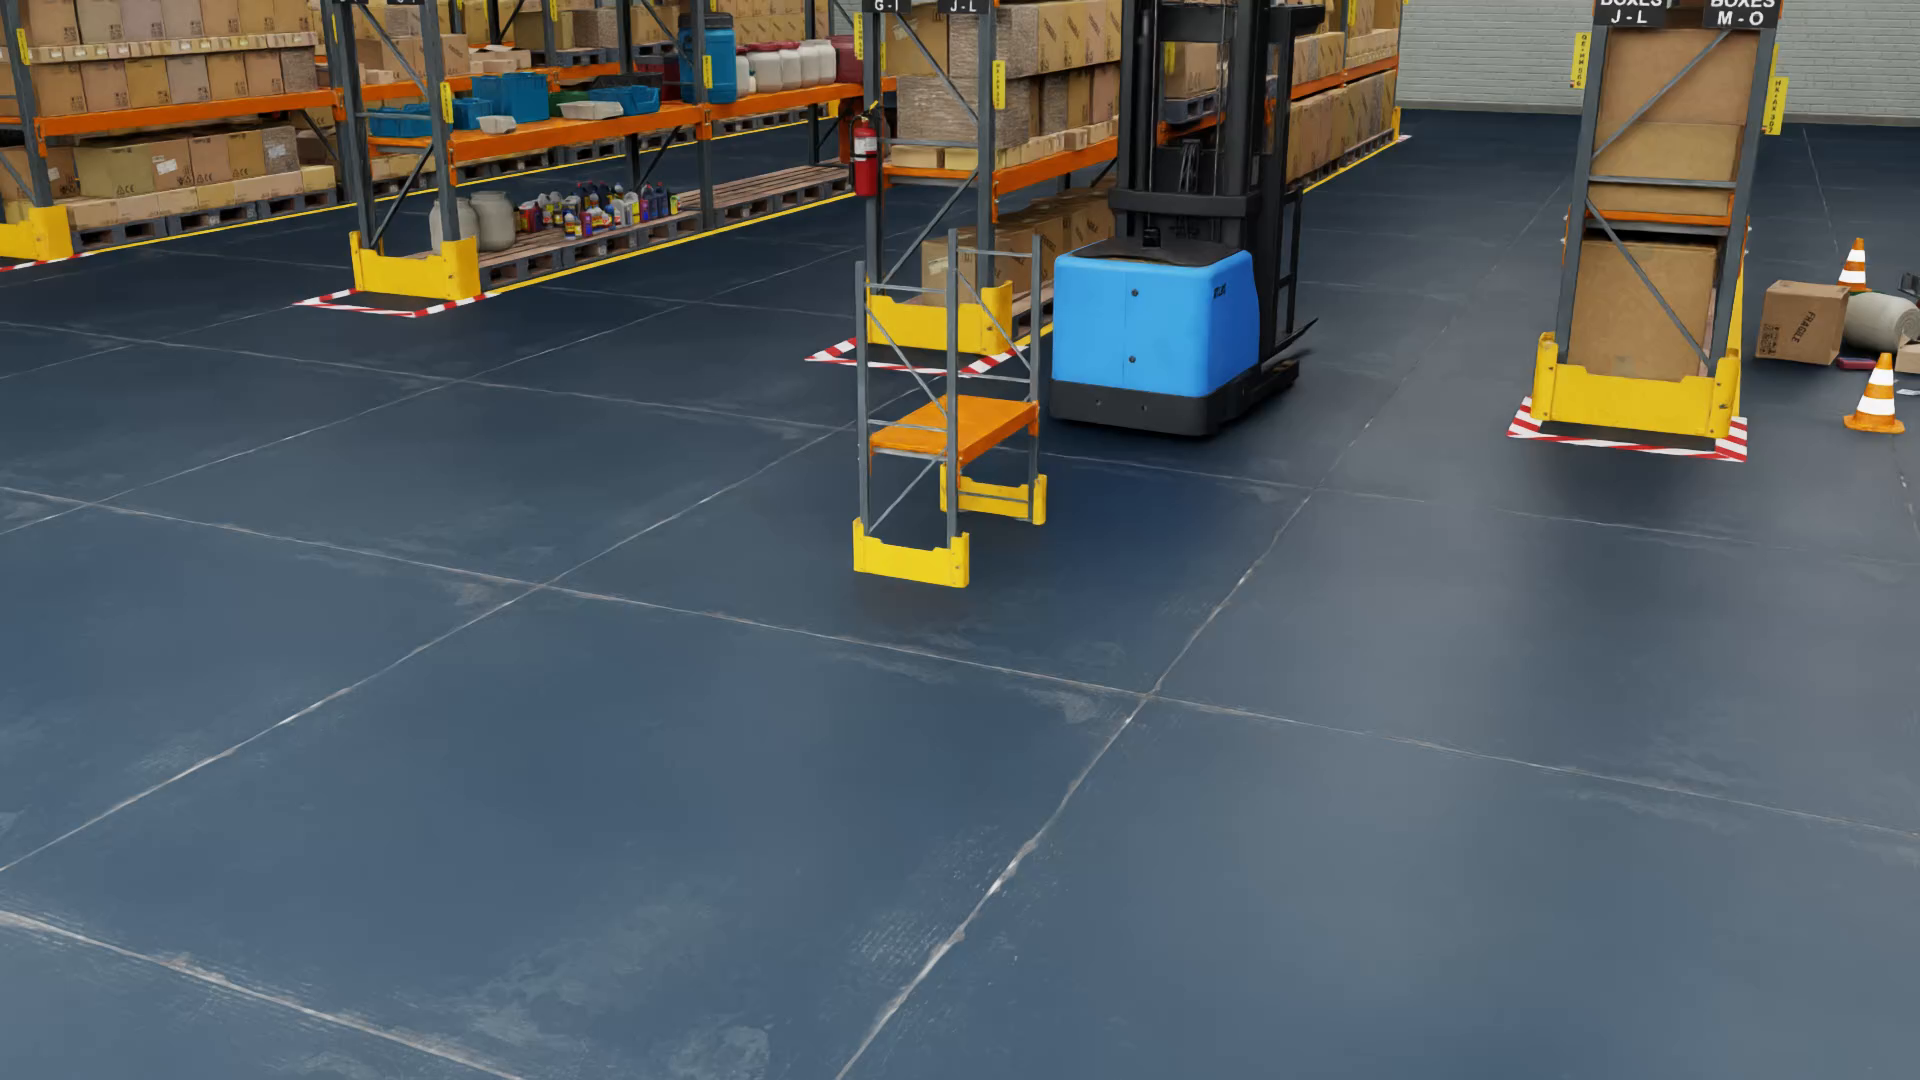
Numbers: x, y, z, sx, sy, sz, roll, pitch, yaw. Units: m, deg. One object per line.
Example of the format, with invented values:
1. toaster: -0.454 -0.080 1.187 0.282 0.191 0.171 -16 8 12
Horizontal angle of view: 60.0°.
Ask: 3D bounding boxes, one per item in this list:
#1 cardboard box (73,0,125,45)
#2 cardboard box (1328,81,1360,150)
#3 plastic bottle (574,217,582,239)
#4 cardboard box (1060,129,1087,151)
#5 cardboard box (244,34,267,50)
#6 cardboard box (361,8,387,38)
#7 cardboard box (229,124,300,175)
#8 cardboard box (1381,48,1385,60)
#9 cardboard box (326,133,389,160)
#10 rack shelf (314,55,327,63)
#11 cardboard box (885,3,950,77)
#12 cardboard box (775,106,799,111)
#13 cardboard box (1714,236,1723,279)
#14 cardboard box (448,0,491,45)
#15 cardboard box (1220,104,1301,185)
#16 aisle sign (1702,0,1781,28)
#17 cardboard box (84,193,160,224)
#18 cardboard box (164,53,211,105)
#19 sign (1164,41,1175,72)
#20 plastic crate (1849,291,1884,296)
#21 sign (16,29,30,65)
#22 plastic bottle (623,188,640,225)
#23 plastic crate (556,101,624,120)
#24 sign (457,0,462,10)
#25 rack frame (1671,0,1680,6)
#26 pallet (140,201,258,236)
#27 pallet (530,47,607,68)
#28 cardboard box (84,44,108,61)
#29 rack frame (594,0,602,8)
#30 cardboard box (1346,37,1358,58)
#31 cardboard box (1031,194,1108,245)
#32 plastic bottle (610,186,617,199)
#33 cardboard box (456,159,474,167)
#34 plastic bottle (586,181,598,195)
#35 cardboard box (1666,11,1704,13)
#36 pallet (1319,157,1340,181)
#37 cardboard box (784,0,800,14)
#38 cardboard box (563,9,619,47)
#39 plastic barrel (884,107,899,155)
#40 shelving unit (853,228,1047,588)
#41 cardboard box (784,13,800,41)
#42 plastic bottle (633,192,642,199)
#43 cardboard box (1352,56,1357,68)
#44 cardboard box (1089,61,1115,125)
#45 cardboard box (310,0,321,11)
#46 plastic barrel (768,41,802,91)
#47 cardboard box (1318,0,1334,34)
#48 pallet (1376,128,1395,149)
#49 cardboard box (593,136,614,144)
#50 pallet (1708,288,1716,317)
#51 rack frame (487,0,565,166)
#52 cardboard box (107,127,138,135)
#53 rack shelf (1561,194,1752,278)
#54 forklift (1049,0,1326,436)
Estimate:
1. cardboard box: -8.826 -5.220 16.584 0.700 0.500 0.500 8 21 21
2. cardboard box: 5.033 -5.938 23.234 0.875 0.875 0.875 9 21 23
3. plastic bottle: -3.674 -2.994 15.930 0.097 0.201 0.097 0 20 0
4. cardboard box: 0.813 -3.264 13.544 0.380 0.149 0.250 9 21 23
5. cardboard box: -7.853 -5.470 18.255 0.380 0.149 0.250 9 21 23
6. cardboard box: -9.440 -8.147 26.279 0.500 0.500 0.500 9 22 24
7. cardboard box: -7.828 -4.398 18.717 0.500 0.500 0.500 9 21 23
8. cardboard box: 6.065 -7.189 24.580 0.380 0.149 0.250 8 21 21
9. cardboard box: -7.226 -4.724 19.916 0.500 0.311 0.500 9 21 23
10. rack shelf: -9.686 -7.639 26.546 1.077 0.370 4.000 9 21 23
11. cardboard box: -0.225 -3.743 12.431 0.500 0.500 0.500 9 21 23
12. cardboard box: -3.123 -7.559 28.695 0.500 0.250 0.500 9 21 23
13. cardboard box: 6.069 -2.734 14.409 1.050 0.750 0.750 8 21 22
14. cardboard box: -8.630 -8.895 28.555 0.980 0.700 0.700 9 21 24
15. cardboard box: 3.353 -4.733 19.844 1.225 0.875 0.875 8 21 20
16. aisle sign: 4.504 -3.333 9.484 0.394 0.787 0.004 9 21 23
17. cardboard box: -8.637 -3.432 17.119 0.500 0.250 0.500 9 21 23
18. cardboard box: -8.426 -4.904 17.633 0.700 0.500 0.500 9 22 24
19. sign: 1.912 -4.441 15.187 0.100 0.325 0.005 9 21 23
20. plastic crate: 7.021 -1.863 13.341 0.662 0.188 0.450 -14 14 -33
21. sign: -8.757 -4.610 15.544 0.100 0.325 0.005 9 21 23
22. plastic bottle: -3.317 -3.350 16.709 0.144 0.351 0.185 8 21 22
23. plastic crate: -3.539 -4.129 15.997 0.530 0.136 0.437 9 21 23
24. sign: -8.368 -9.026 27.763 0.100 0.325 0.005 9 21 23
25. rack frame: 9.173 -5.839 20.411 1.000 3.000 0.127 9 21 23
26. pallet: -8.485 -3.540 18.108 1.003 0.211 1.213 9 21 23
27. pallet: -5.771 -6.815 23.441 1.213 0.211 1.003 9 21 23
28. cardboard box: -8.694 -4.843 16.493 0.380 0.149 0.250 9 21 23
29. rack frame: -7.229 -9.812 31.583 1.000 3.000 0.127 9 21 23
30. cardboard box: 5.121 -6.728 22.690 0.500 0.250 0.500 8 21 22
31. cardboard box: 0.986 -2.832 15.060 0.500 0.500 0.500 17 26 40
32. plastic bottle: -3.645 -3.558 17.394 0.061 0.283 0.133 9 21 23
33. cardboard box: -6.602 -4.927 21.324 0.500 0.250 0.500 9 21 24
34. plastic bottle: -3.814 -3.554 17.282 0.144 0.351 0.185 9 22 24
35. cardboard box: 5.596 -3.681 12.507 0.875 0.550 0.550 9 21 23
36. pallet: 4.442 -4.991 22.187 1.003 0.211 1.213 9 21 23
37. cardboard box: -3.054 -9.165 28.120 0.500 0.500 0.500 9 22 24
38. cardboard box: -5.281 -7.395 24.009 0.700 0.500 0.500 13 23 33
39. plastic barrel: -0.820 -5.566 22.616 0.600 0.588 0.708 9 21 23
40. shelving unit: -0.031 -0.683 8.152 0.587 1.500 1.083 9 21 23
41. cardboard box: -3.062 -8.696 28.294 0.500 0.500 0.500 9 21 23
42. plastic bottle: -3.330 -3.426 17.035 0.152 0.276 0.135 9 21 23
43. cardboard box: 5.222 -6.557 22.805 0.380 0.149 0.250 8 21 21
44. cardboard box: 0.823 -3.849 14.221 0.875 0.500 0.500 9 21 23
45. cardboard box: -9.865 -8.185 25.264 0.500 0.250 0.500 8 21 22
46. plastic barrel: -2.036 -5.468 19.164 0.433 0.535 0.433 0 20 0
47. cardboard box: 4.436 -6.874 21.675 0.797 0.503 0.637 8 21 21
48. pallet: 6.071 -6.204 25.600 1.003 0.211 1.213 9 21 23
49. cardboard box: -5.328 -5.979 23.877 0.500 0.500 0.500 8 21 21
50. pallet: 5.515 -1.858 13.378 1.003 0.211 1.213 9 21 23
51. rack frame: -5.985 -6.688 22.799 1.000 3.000 0.127 9 21 23
52. cardboard box: -11.691 -5.566 22.716 0.700 0.500 0.500 8 21 22
53. rack shelf: 5.078 -2.443 11.936 1.077 0.370 4.000 9 21 23
54. forklift: 1.693 -2.457 11.004 1.130 2.935 3.031 10 22 26
